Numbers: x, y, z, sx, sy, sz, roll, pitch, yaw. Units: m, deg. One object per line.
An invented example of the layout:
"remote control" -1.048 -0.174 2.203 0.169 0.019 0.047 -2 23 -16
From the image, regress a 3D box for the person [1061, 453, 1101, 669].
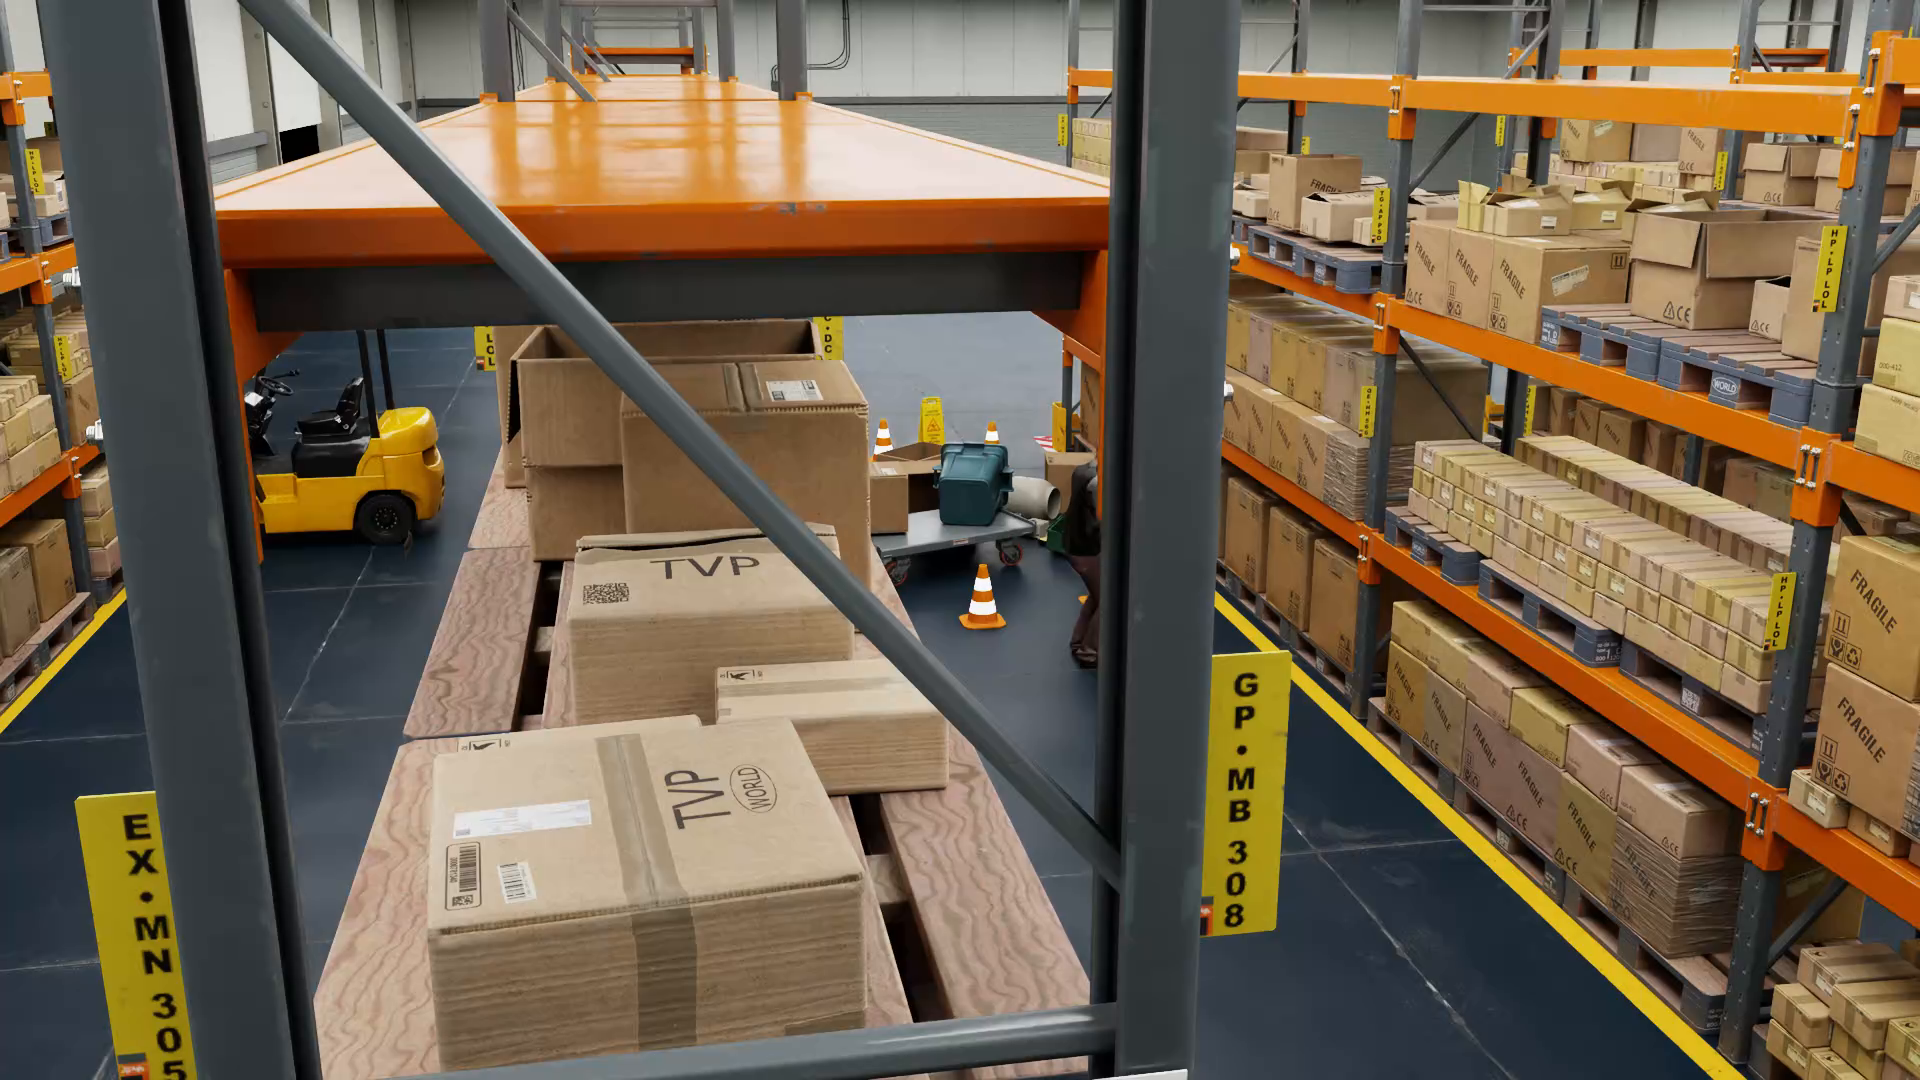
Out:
"person" 0.963 0.079 11.938 0.453 1.658 0.563 -3 16 -9
